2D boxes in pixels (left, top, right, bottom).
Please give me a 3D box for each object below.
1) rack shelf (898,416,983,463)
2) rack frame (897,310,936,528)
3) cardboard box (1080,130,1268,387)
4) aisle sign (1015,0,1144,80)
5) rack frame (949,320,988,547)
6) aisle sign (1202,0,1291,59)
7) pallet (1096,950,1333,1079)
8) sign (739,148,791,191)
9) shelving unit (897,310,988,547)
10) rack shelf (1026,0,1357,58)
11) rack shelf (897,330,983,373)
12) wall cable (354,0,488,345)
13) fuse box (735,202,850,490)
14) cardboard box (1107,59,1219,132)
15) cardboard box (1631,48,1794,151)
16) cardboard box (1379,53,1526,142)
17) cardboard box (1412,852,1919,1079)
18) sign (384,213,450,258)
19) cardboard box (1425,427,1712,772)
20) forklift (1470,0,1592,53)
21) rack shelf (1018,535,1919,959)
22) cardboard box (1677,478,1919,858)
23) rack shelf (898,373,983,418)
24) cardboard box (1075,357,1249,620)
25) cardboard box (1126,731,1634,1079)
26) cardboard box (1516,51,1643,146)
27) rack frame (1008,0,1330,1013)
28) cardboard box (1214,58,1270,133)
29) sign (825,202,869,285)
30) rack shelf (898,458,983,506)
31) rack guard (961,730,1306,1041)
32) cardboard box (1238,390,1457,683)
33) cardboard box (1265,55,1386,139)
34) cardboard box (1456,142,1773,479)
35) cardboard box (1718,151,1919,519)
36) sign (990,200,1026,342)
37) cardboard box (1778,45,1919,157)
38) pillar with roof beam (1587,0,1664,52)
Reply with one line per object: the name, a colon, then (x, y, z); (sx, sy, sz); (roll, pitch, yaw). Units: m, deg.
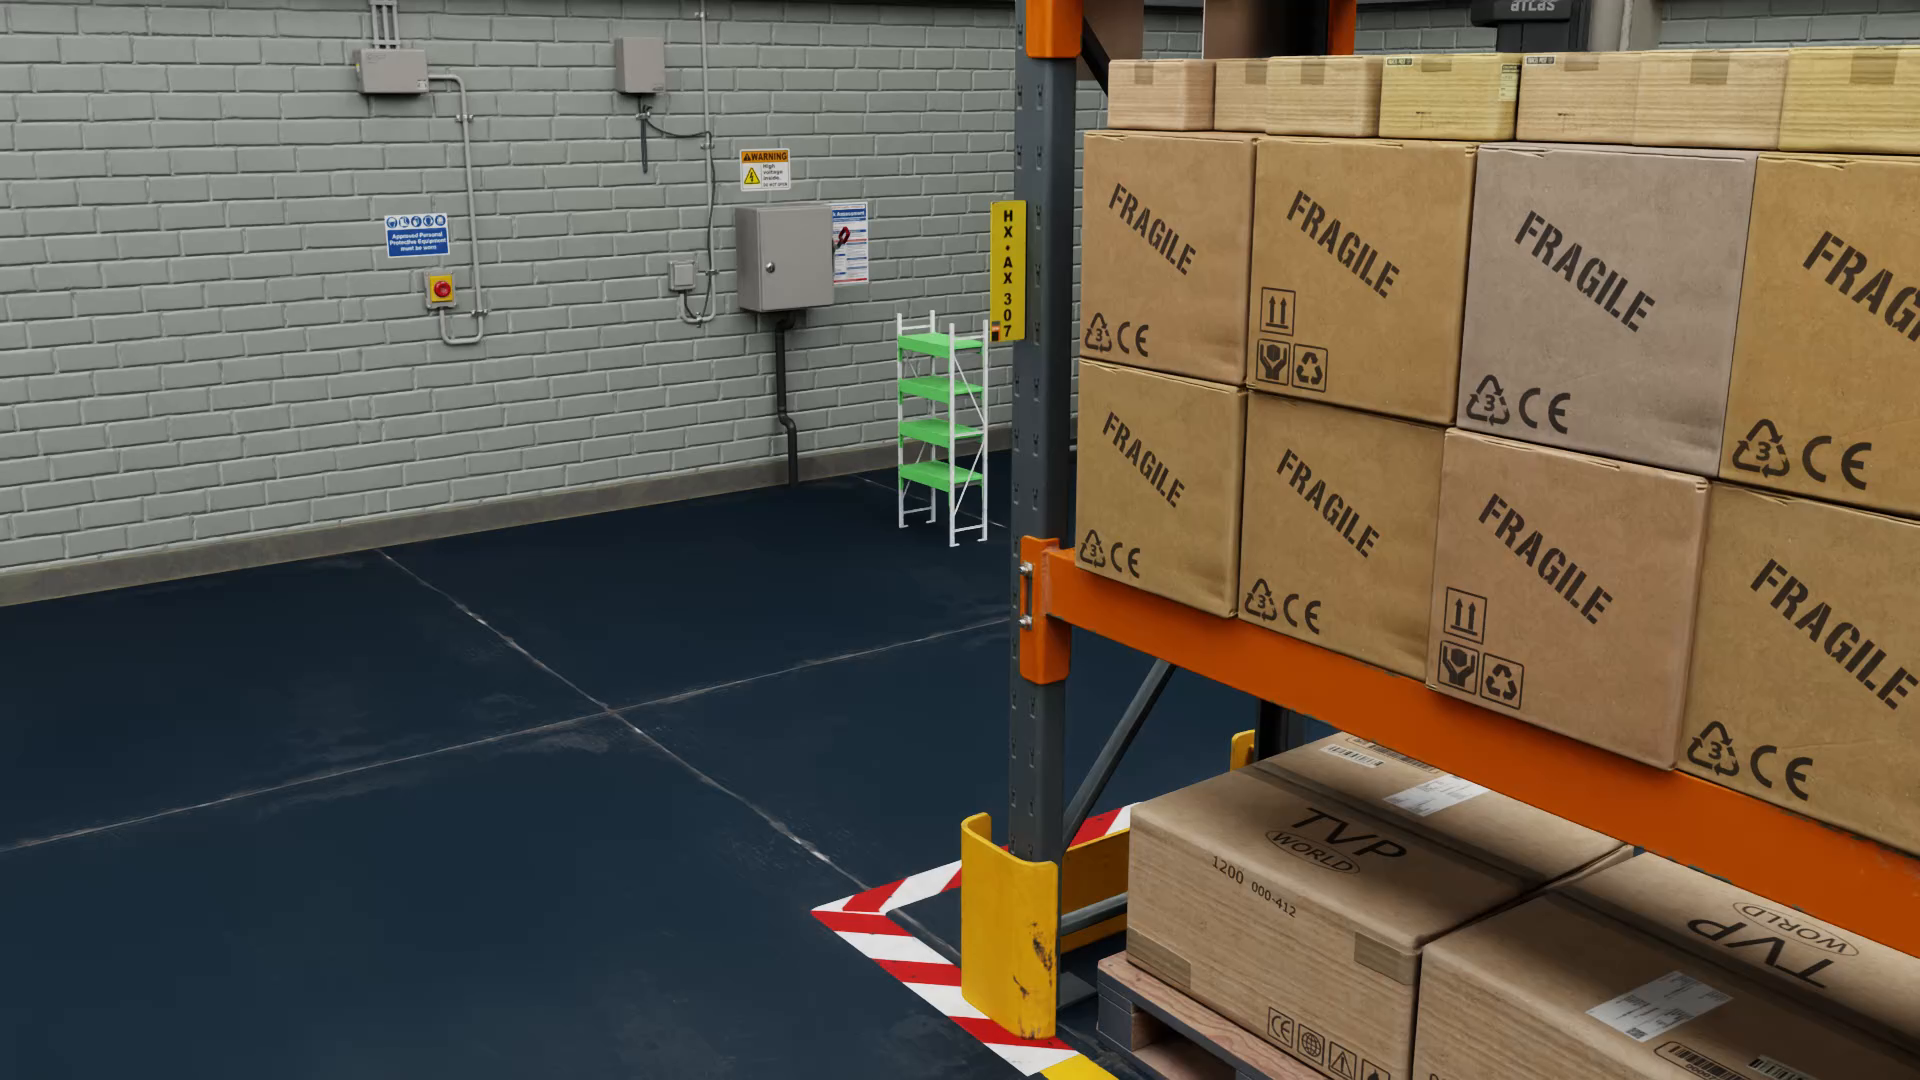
rack shelf: (-0.097, -0.552, 9.064); (0.258, 0.148, 0.480); (-11, 19, -35)
rack frame: (-0.241, -0.666, 9.237); (0.240, 1.200, 0.015); (-11, 19, -35)
cardboard box: (0.617, -0.644, 3.665); (0.500, 0.500, 0.500); (-11, 19, -36)
aisle sign: (0.288, -1.485, 3.895); (0.394, 0.787, 0.004); (-11, 19, -35)
rack frame: (0.046, -0.562, 8.856); (0.240, 1.200, 0.015); (-11, 19, -35)
aisle sign: (0.774, -1.578, 4.235); (0.394, 0.787, 0.004); (-11, 19, -35)
pallet: (1.099, 1.243, 4.135); (1.003, 0.211, 1.213); (-11, 19, -35)
sign: (-1.150, -2.190, 9.831); (0.339, 0.242, 0.001); (-11, 19, -35)
shelving unit: (-0.097, -0.614, 9.047); (0.258, 1.200, 0.503); (-11, 19, -35)
rack shelf: (1.741, -0.933, 2.485); (1.077, 0.370, 4.000); (-11, 19, -35)
rack shelf: (-0.097, -1.015, 8.937); (0.258, 0.148, 0.480); (-11, 19, -35)
wall cable: (-2.769, -1.966, 8.594); (0.585, 1.953, 0.123); (-11, 19, -35)
fuse box: (-0.984, -1.135, 9.980); (0.539, 1.711, 0.414); (-11, 19, -35)
cardboard box: (0.550, -0.985, 3.682); (0.380, 0.149, 0.250); (-10, 18, -33)
cardboard box: (1.301, -0.706, 2.661); (0.380, 0.149, 0.250); (-11, 19, -34)
cardboard box: (0.991, -0.814, 3.055); (0.380, 0.149, 0.250); (-12, 19, -36)
cardboard box: (1.579, 1.092, 3.462); (0.875, 0.438, 0.875); (-10, 18, -33)
sign: (-2.844, -1.597, 8.717); (0.327, 0.218, 0.001); (-11, 19, -35)
cardboard box: (1.220, 0.053, 3.010); (0.500, 0.500, 0.500); (-11, 19, -35)
forklift: (3.139, -1.146, 7.709); (3.031, 2.935, 1.130); (5, 16, 18)
rack shelf: (1.741, 0.513, 2.881); (1.077, 0.370, 4.000); (-11, 19, -35)
cardboard box: (1.528, 0.158, 2.629); (0.500, 0.500, 0.500); (-10, 18, -33)
rack shelf: (-0.097, -0.784, 9.000); (0.258, 0.148, 0.480); (-11, 19, -35)
cardboard box: (0.615, -0.162, 3.796); (0.500, 0.500, 0.500); (-11, 19, -35)
cardboard box: (1.034, 0.898, 4.171); (0.875, 0.438, 0.875); (-12, 19, -36)
cardboard box: (1.188, -0.766, 2.880); (0.380, 0.149, 0.250); (-11, 19, -34)
rack frame: (0.565, -0.261, 4.346); (1.000, 3.000, 0.127); (-11, 19, -35)
cardboard box: (0.762, -0.940, 3.518); (0.380, 0.149, 0.250); (-10, 18, -33)
sign: (-0.706, -1.831, 10.264); (0.329, 0.494, 0.001); (-11, 19, -35)
rack shelf: (-0.097, -0.321, 9.127); (0.258, 0.148, 0.480); (-11, 19, -35)
rack guard: (0.551, 0.940, 4.695); (1.175, 0.500, 0.348); (-11, 19, -35)
cardboard box: (0.935, -0.058, 3.417); (0.500, 0.500, 0.500); (-11, 19, -35)
cardboard box: (0.822, -0.867, 3.250); (0.380, 0.149, 0.250); (-10, 18, -33)
cardboard box: (1.236, -0.427, 2.869); (0.500, 0.500, 0.500); (-11, 19, -35)
cardboard box: (1.530, -0.320, 2.480); (0.500, 0.500, 0.500); (-11, 19, -34)
sign: (0.113, -0.632, 3.912); (0.100, 0.325, 0.005); (-11, 19, -35)
cardboard box: (1.428, -0.648, 2.448); (0.380, 0.149, 0.250); (-11, 19, -36)
pillar with roof beam: (0.240, -3.973, 6.546); (9.100, 9.000, 0.400); (-11, 19, -35)
